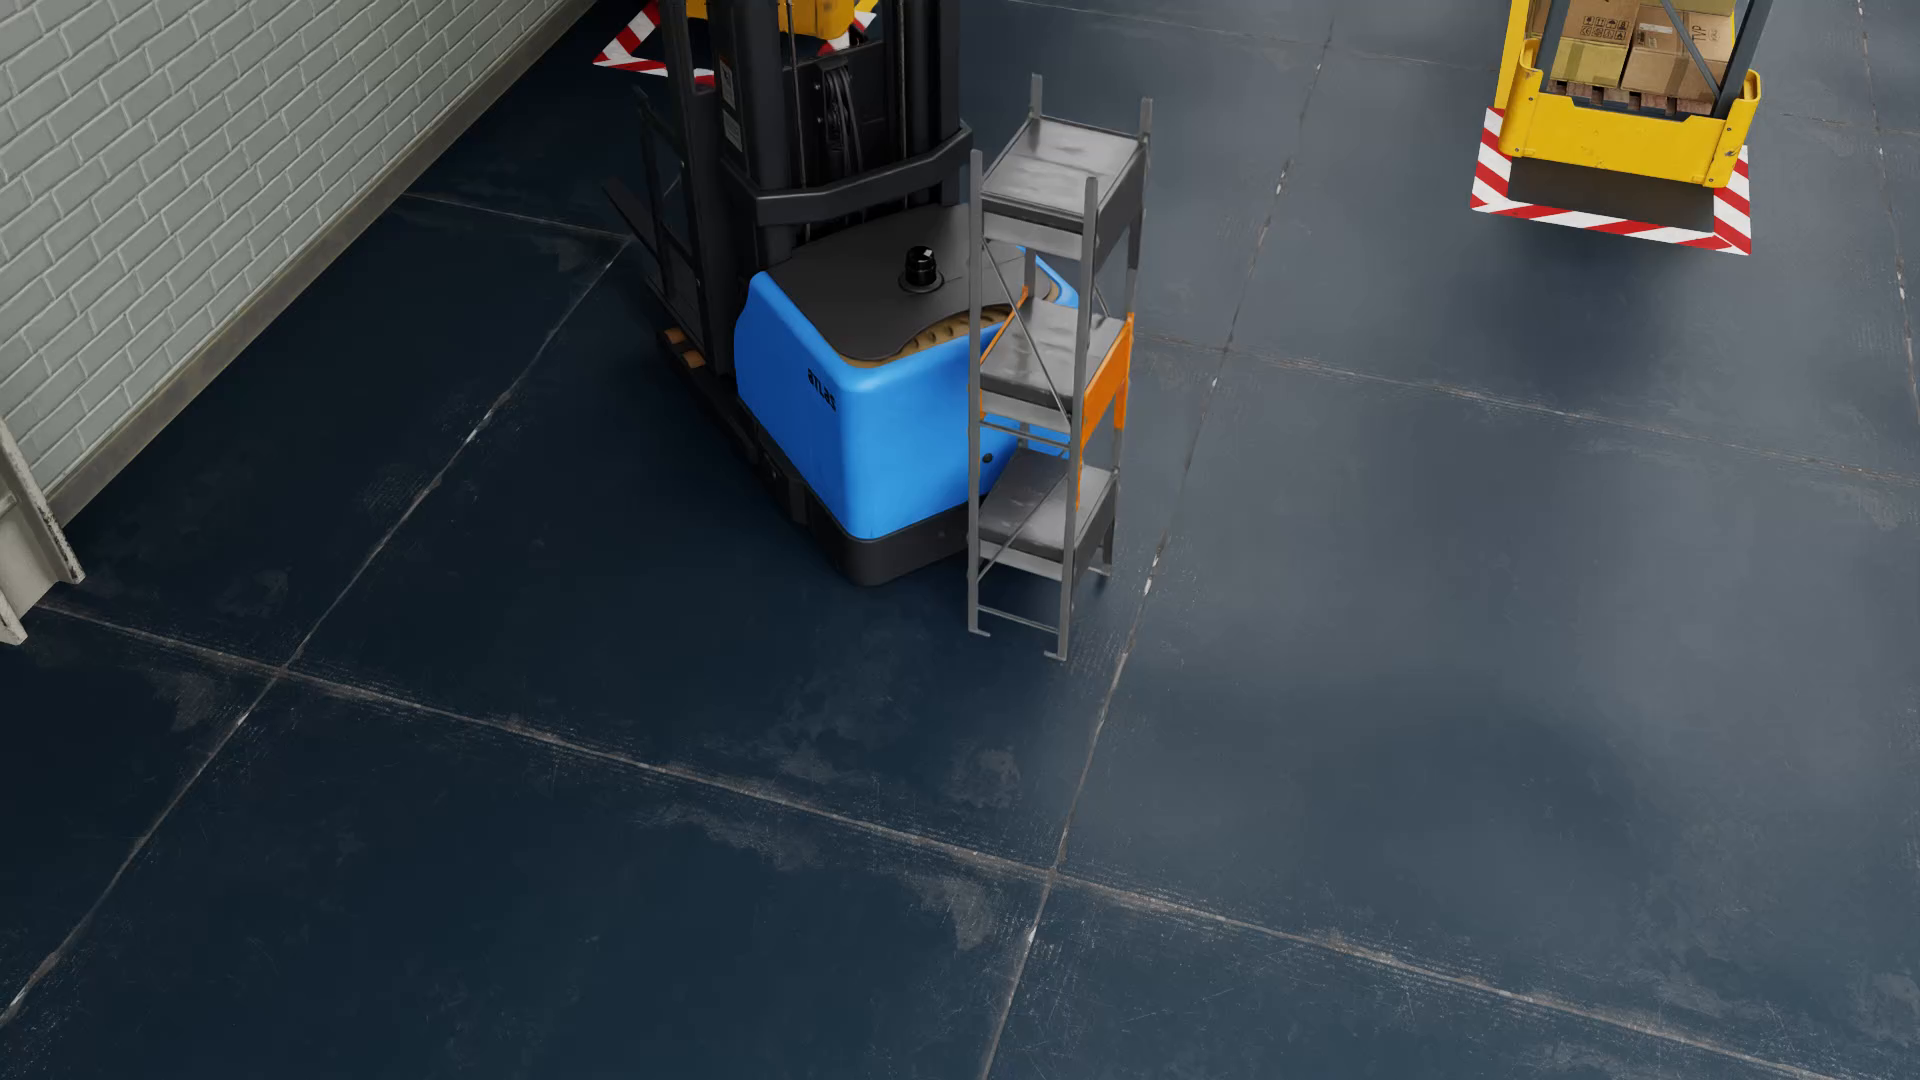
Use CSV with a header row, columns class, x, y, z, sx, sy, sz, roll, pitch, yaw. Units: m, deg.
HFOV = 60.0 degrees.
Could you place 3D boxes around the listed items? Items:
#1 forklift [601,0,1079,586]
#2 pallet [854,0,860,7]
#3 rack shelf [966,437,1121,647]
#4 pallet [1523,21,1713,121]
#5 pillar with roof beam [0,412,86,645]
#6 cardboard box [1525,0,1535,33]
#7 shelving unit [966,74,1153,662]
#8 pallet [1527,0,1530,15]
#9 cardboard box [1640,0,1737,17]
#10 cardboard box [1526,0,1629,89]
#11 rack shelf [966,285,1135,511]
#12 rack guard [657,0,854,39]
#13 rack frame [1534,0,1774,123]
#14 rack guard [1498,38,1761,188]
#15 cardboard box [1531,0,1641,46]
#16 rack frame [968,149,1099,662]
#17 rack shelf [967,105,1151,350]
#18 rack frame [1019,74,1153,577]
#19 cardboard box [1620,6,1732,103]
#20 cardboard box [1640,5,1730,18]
class,x,y,z,sx,sy,sz,roll,pitch,yaw
forklift,-0.718,-1.886,6.582,1.130,2.935,3.031,-23,49,-22
pallet,-0.944,-3.772,10.454,1.003,0.211,1.213,13,46,13
rack shelf,0.314,0.004,6.265,0.431,0.518,0.480,17,47,17
pallet,3.667,-2.659,9.317,1.003,0.211,1.213,13,46,13
pillar with roof beam,0.426,-2.067,2.428,9.100,9.000,0.400,13,46,13
cardboard box,3.496,-3.061,9.399,0.500,0.250,0.500,13,46,13
shelving unit,0.314,-0.506,5.766,0.431,2.100,0.503,17,47,17
pallet,4.038,-3.470,10.145,1.003,0.211,1.213,13,46,13
cardboard box,3.999,-3.217,9.022,0.500,0.500,0.500,13,46,13
cardboard box,3.356,-2.725,9.056,0.500,0.250,0.500,13,46,13
rack shelf,0.314,-0.496,5.776,0.431,0.518,0.480,17,47,17
rack guard,-1.224,-3.341,9.807,1.175,0.500,0.348,13,46,13
rack frame,3.475,-3.137,7.811,1.000,3.000,0.127,13,46,13
rack guard,3.468,-2.228,8.669,1.175,0.500,0.348,13,46,13
cardboard box,3.354,-2.993,8.794,0.500,0.500,0.500,13,46,13
rack frame,0.217,-0.350,5.606,0.400,2.100,0.015,17,47,17
rack shelf,0.314,-0.997,5.286,0.431,0.518,0.480,17,47,17
rack frame,0.411,-0.663,5.926,0.400,2.100,0.015,17,47,17
cardboard box,3.849,-2.615,8.943,0.500,0.250,0.500,13,46,13
cardboard box,3.997,-2.949,9.285,0.500,0.250,0.500,13,46,13
